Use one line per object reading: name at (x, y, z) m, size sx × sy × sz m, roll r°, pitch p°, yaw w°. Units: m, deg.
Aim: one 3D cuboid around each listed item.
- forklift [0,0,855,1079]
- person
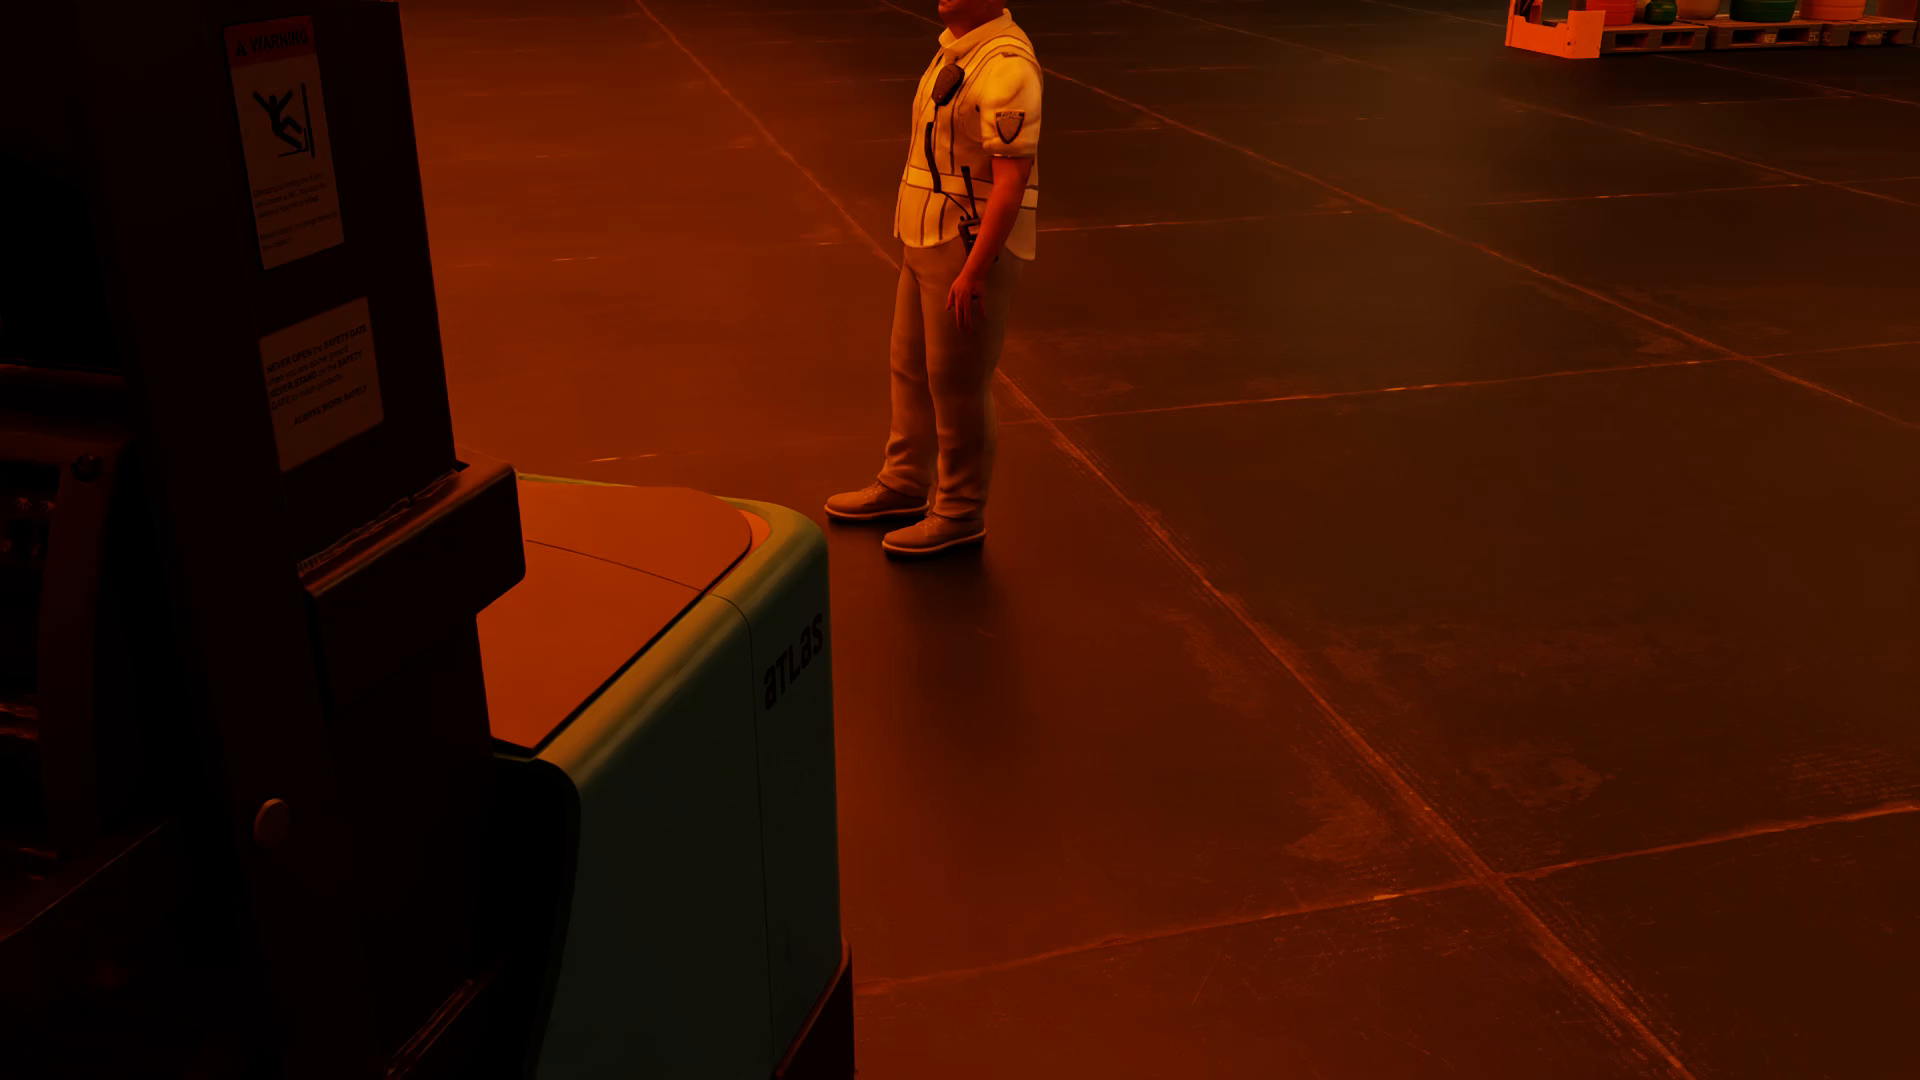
forklift at (-1.098, 0.085, 1.112) m, size 1.130 × 2.935 × 3.031 m, roll 7°, pitch 24°, yaw 16°
person at (-0.078, -0.824, 4.692) m, size 0.574 × 1.781 × 0.641 m, roll -6°, pitch 24°, yaw -14°
